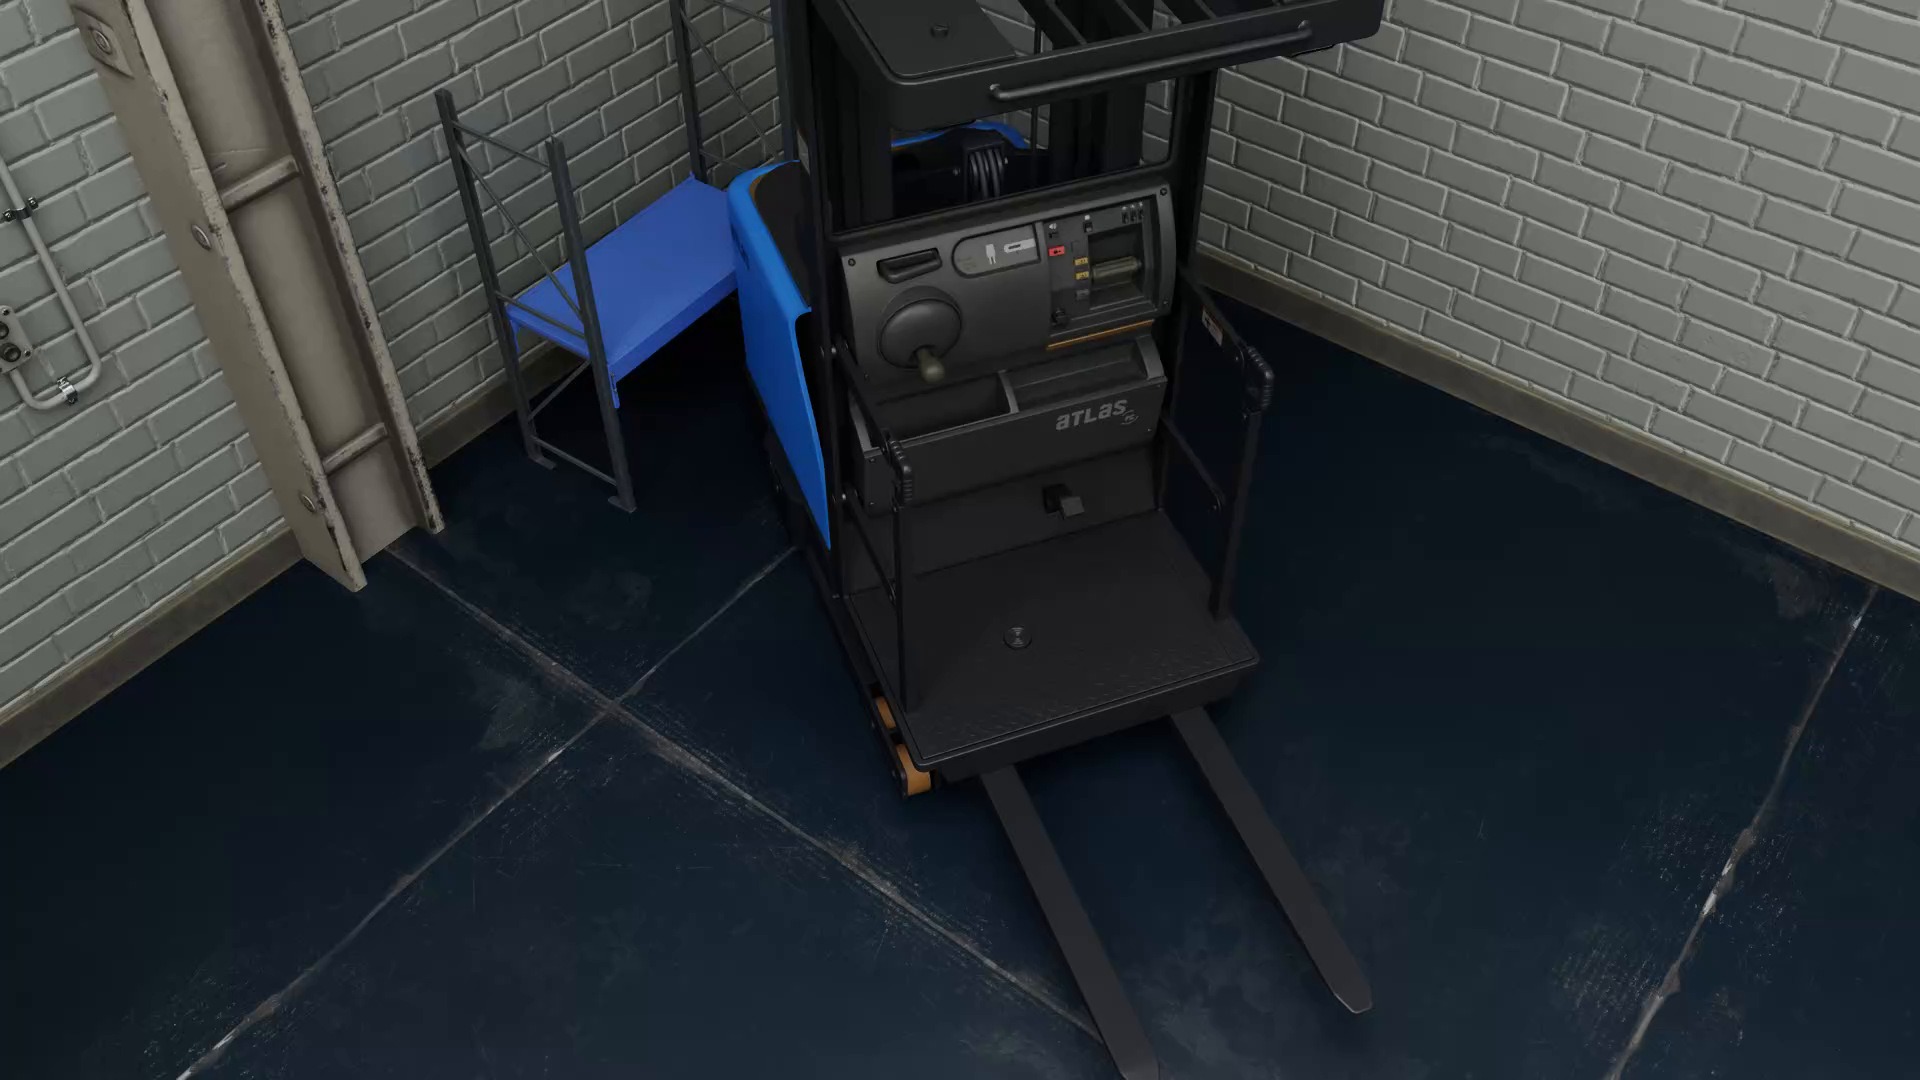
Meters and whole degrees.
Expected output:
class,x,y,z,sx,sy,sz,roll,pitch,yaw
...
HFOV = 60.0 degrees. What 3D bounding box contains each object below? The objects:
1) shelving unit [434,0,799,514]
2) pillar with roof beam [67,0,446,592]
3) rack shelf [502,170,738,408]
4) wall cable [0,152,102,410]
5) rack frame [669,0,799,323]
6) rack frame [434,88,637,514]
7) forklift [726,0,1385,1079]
class,x,y,z,sx,sy,sz,roll,pitch,yaw
shelving unit,-1.063,-1.023,5.690,0.538,1.500,1.048,27,52,23
pillar with roof beam,1.375,-1.209,0.682,9.100,9.000,0.400,29,53,25
rack shelf,-1.063,-0.899,5.820,0.538,0.185,1.000,27,52,23
wall cable,-2.963,-0.615,3.560,0.084,1.984,1.851,29,53,25
rack frame,-0.773,-1.326,5.979,0.500,1.500,0.032,27,52,23
rack frame,-1.353,-0.721,5.402,0.500,1.500,0.032,27,52,23
forklift,0.221,-0.591,4.288,1.130,2.935,3.031,-15,48,-14
